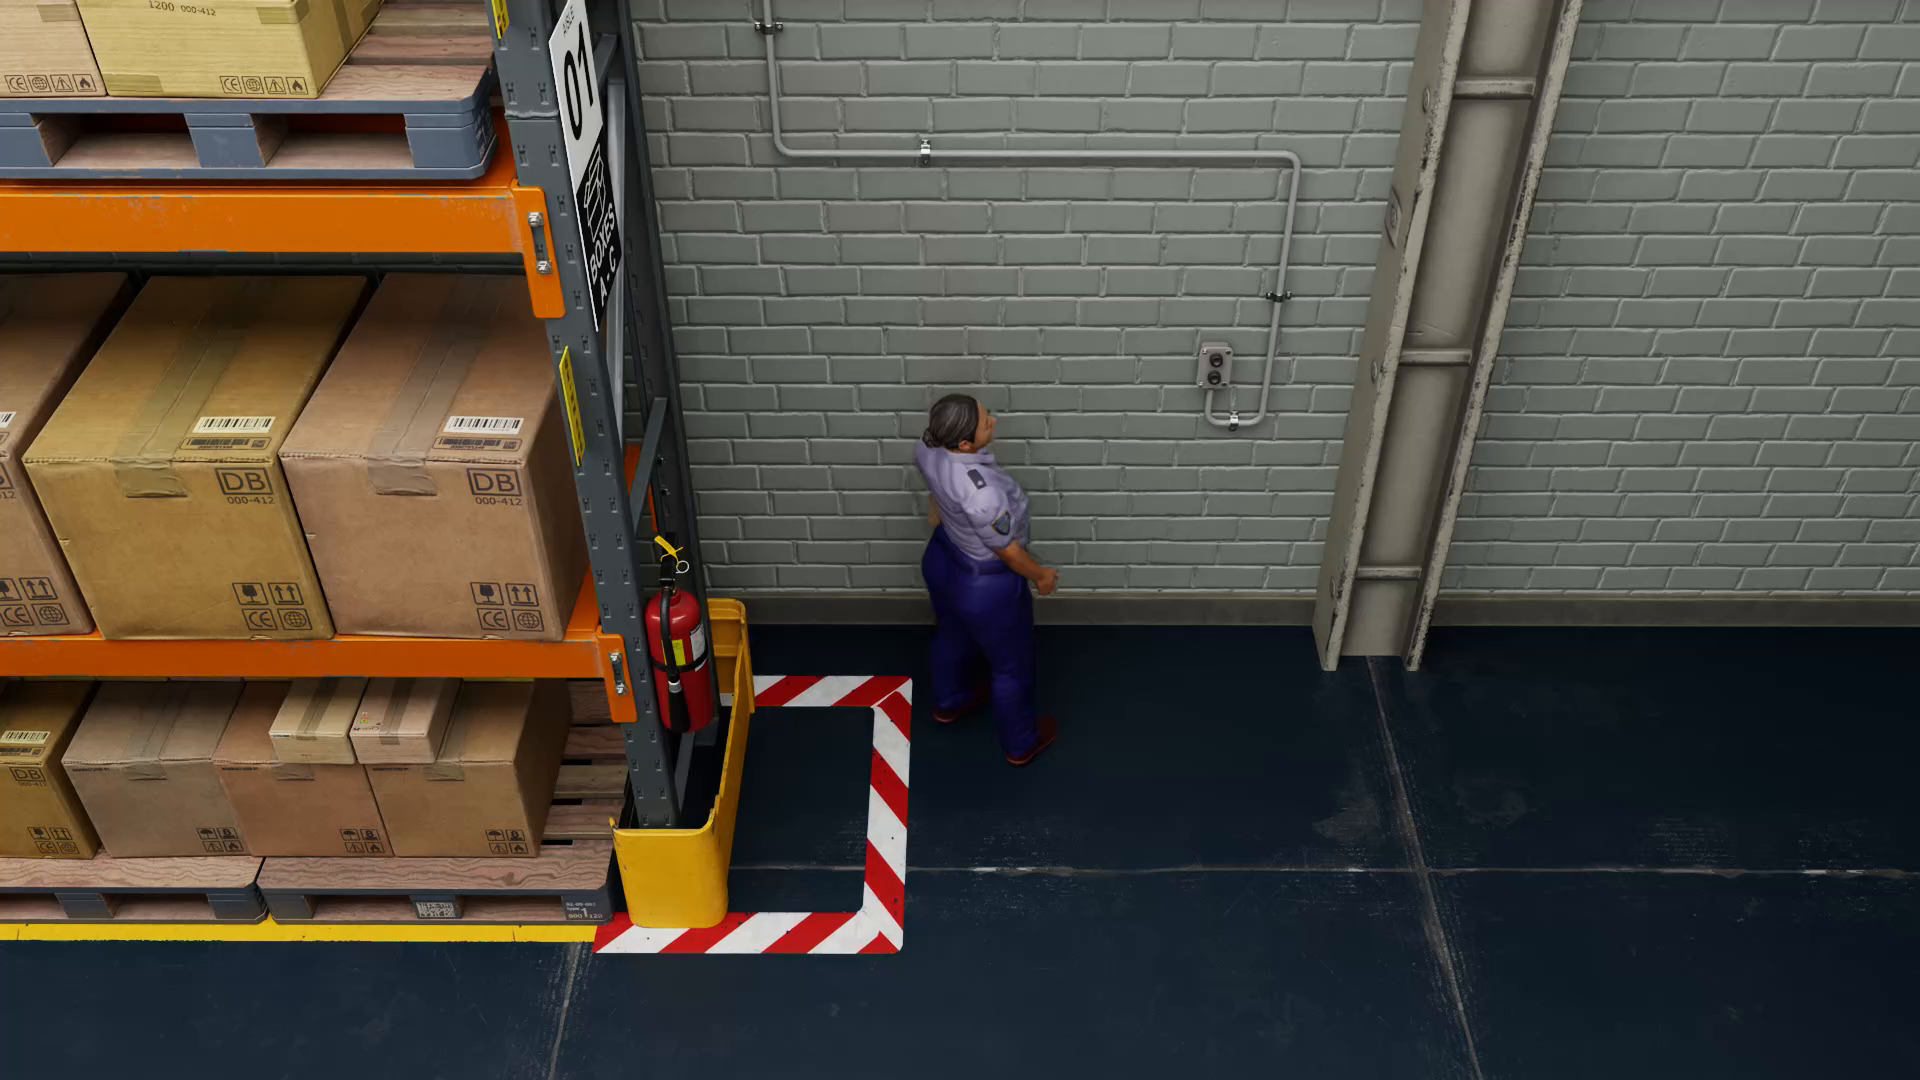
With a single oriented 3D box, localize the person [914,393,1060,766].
[{"bbox_3d":[0.105,0.117,6.026,0.489,1.652,0.507,-22,45,-24],"label":"person"}]
